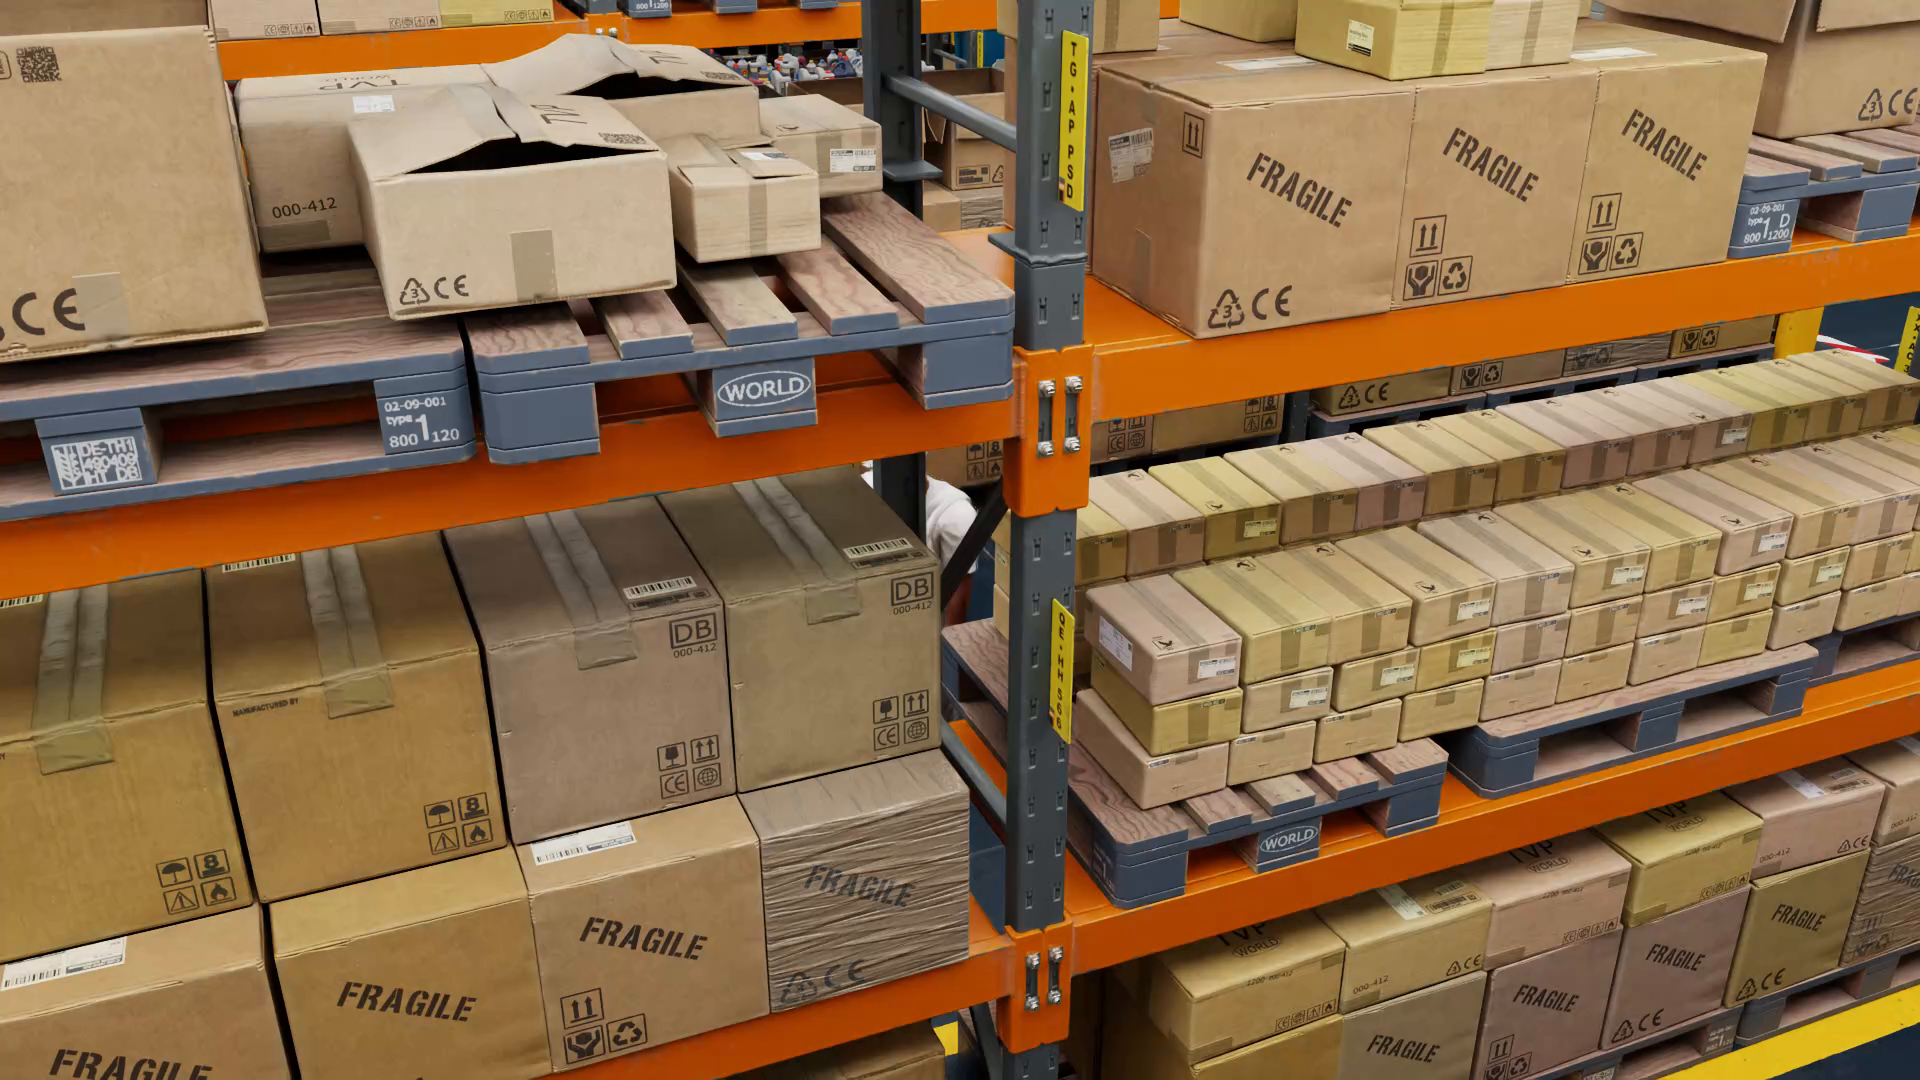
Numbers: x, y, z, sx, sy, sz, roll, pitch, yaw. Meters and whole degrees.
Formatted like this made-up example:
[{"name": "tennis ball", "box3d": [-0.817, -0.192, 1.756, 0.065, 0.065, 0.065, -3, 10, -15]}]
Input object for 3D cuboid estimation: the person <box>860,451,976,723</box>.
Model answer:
[{"name": "person", "box3d": [-0.230, 0.347, 6.324, 0.565, 1.718, 0.961, 8, 27, 16]}]
